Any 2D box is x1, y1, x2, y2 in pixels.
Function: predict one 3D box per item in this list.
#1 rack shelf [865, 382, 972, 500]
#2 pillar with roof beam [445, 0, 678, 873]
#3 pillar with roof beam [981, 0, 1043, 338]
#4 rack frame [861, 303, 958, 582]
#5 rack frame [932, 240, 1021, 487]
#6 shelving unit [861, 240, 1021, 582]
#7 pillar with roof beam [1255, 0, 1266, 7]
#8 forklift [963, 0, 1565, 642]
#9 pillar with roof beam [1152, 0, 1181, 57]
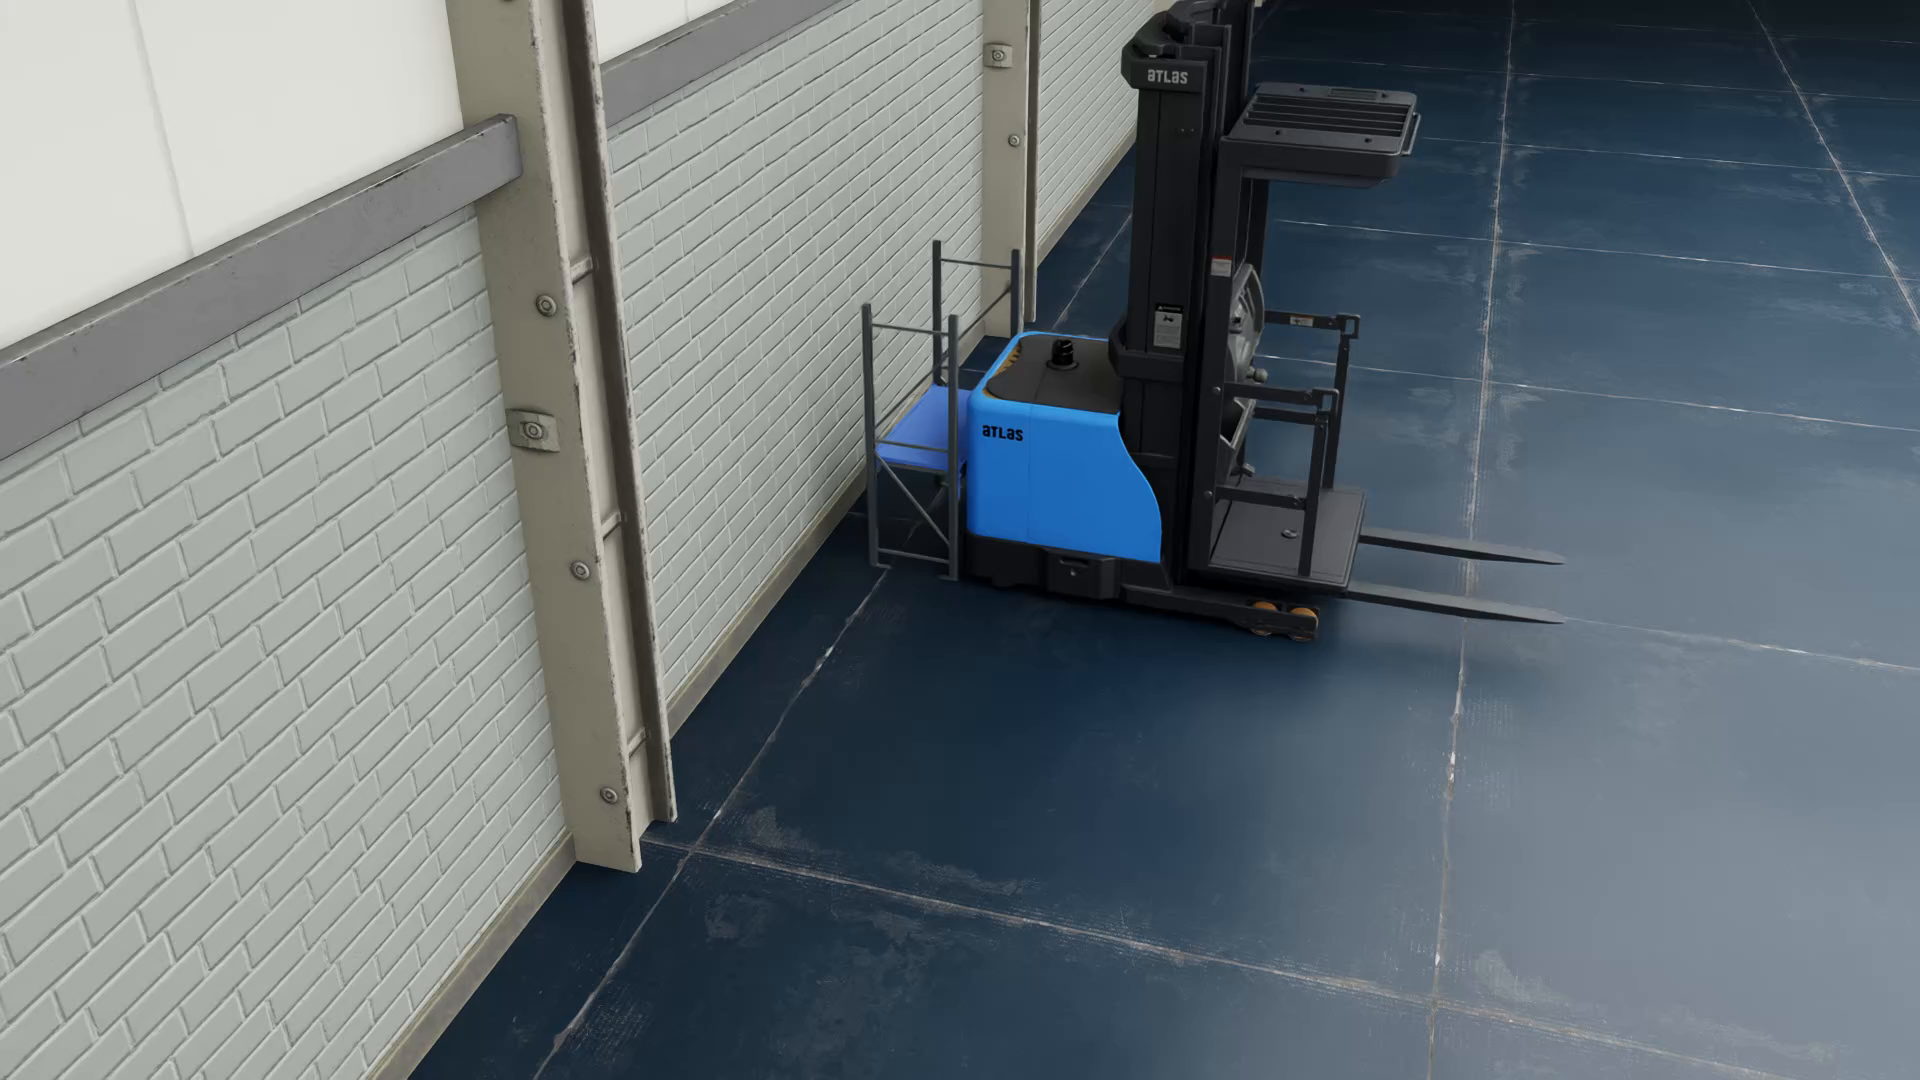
[{"bbox_3d":[-0.081,-0.557,9.078,0.538,0.185,1.000,10,31,17],"label":"rack shelf"},{"bbox_3d":[2.701,-2.070,3.714,9.100,9.000,0.400,8,30,15],"label":"pillar with roof beam"},{"bbox_3d":[4.463,-4.858,8.726,9.100,9.000,0.400,8,30,15],"label":"pillar with roof beam"},{"bbox_3d":[-0.250,-0.481,8.572,0.500,1.500,0.032,10,31,17],"label":"rack frame"},{"bbox_3d":[0.088,-0.947,9.410,0.500,1.500,0.032,10,31,17],"label":"rack frame"},{"bbox_3d":[-0.081,-0.714,8.991,0.538,1.500,1.048,10,31,17],"label":"shelving unit"},{"bbox_3d":[7.985,-10.435,18.751,9.100,9.000,0.400,8,30,15],"label":"pillar with roof beam"},{"bbox_3d":[1.594,-1.062,8.144,3.031,2.935,1.130,9,30,15],"label":"forklift"},{"bbox_3d":[6.224,-7.646,13.739,9.100,9.000,0.400,8,30,15],"label":"pillar with roof beam"}]
